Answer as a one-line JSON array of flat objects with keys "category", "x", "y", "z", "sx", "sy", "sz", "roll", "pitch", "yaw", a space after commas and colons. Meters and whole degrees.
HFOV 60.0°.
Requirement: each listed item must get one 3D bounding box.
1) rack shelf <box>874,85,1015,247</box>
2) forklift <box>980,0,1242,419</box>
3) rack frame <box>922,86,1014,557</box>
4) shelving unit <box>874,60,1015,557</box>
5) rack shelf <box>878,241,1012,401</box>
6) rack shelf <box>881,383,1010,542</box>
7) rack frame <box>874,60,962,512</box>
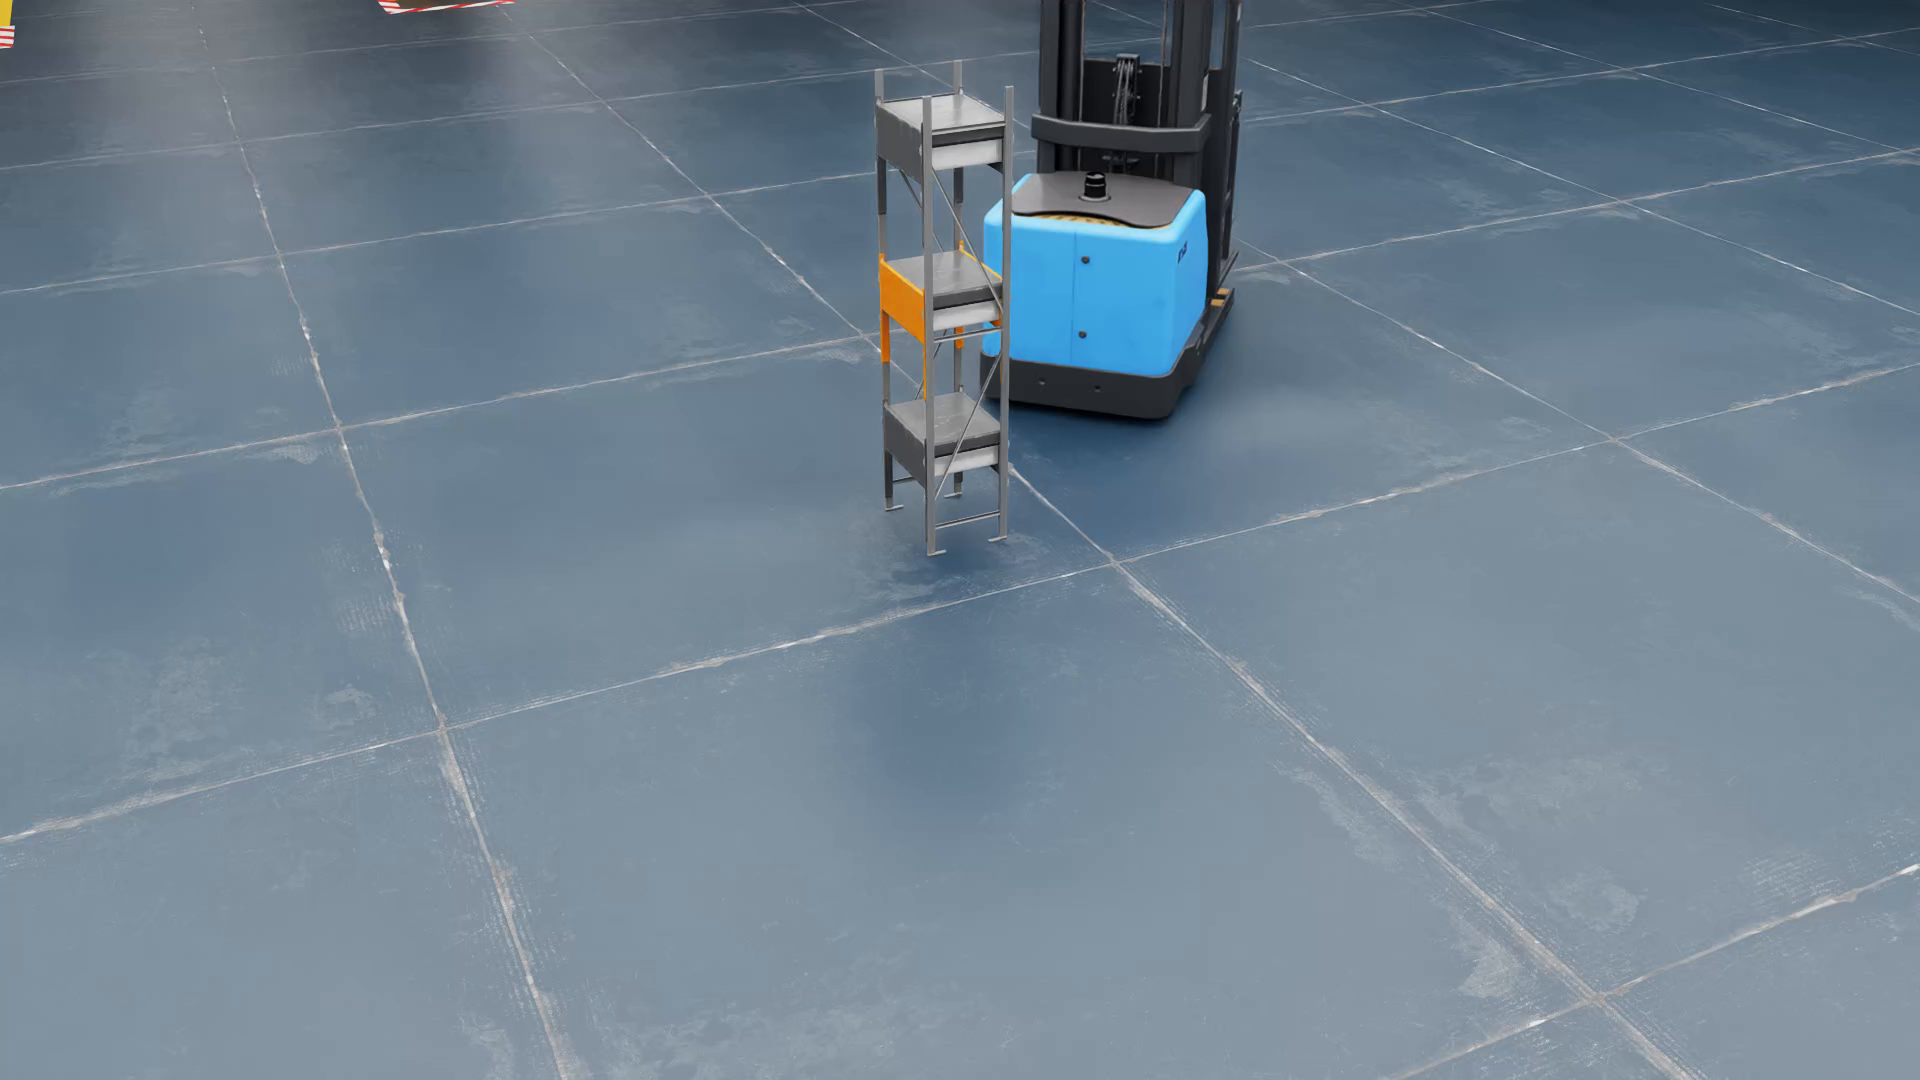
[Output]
[{"category": "rack shelf", "x": -0.071, "y": -1.588, "z": 7.031, "sx": 0.431, "sy": 0.518, "sz": 0.480, "roll": -13, "pitch": 32, "yaw": -22}, {"category": "forklift", "x": 1.050, "y": -2.621, "z": 9.427, "sx": 1.130, "sy": 2.935, "sz": 3.031, "roll": 9, "pitch": 31, "yaw": 16}, {"category": "rack frame", "x": 0.034, "y": -0.881, "z": 7.175, "sx": 0.400, "sy": 2.100, "sz": 0.015, "roll": -13, "pitch": 32, "yaw": -22}, {"category": "shelving unit", "x": -0.071, "y": -0.989, "z": 7.367, "sx": 0.431, "sy": 2.100, "sz": 0.503, "roll": -13, "pitch": 32, "yaw": -22}, {"category": "rack shelf", "x": -0.071, "y": -0.977, "z": 7.374, "sx": 0.431, "sy": 0.518, "sz": 0.480, "roll": -13, "pitch": 32, "yaw": -22}, {"category": "rack shelf", "x": -0.071, "y": -0.367, "z": 7.716, "sx": 0.431, "sy": 0.518, "sz": 0.480, "roll": -13, "pitch": 32, "yaw": -22}, {"category": "rack frame", "x": -0.176, "y": -1.097, "z": 7.559, "sx": 0.400, "sy": 2.100, "sz": 0.015, "roll": -13, "pitch": 32, "yaw": -22}]
